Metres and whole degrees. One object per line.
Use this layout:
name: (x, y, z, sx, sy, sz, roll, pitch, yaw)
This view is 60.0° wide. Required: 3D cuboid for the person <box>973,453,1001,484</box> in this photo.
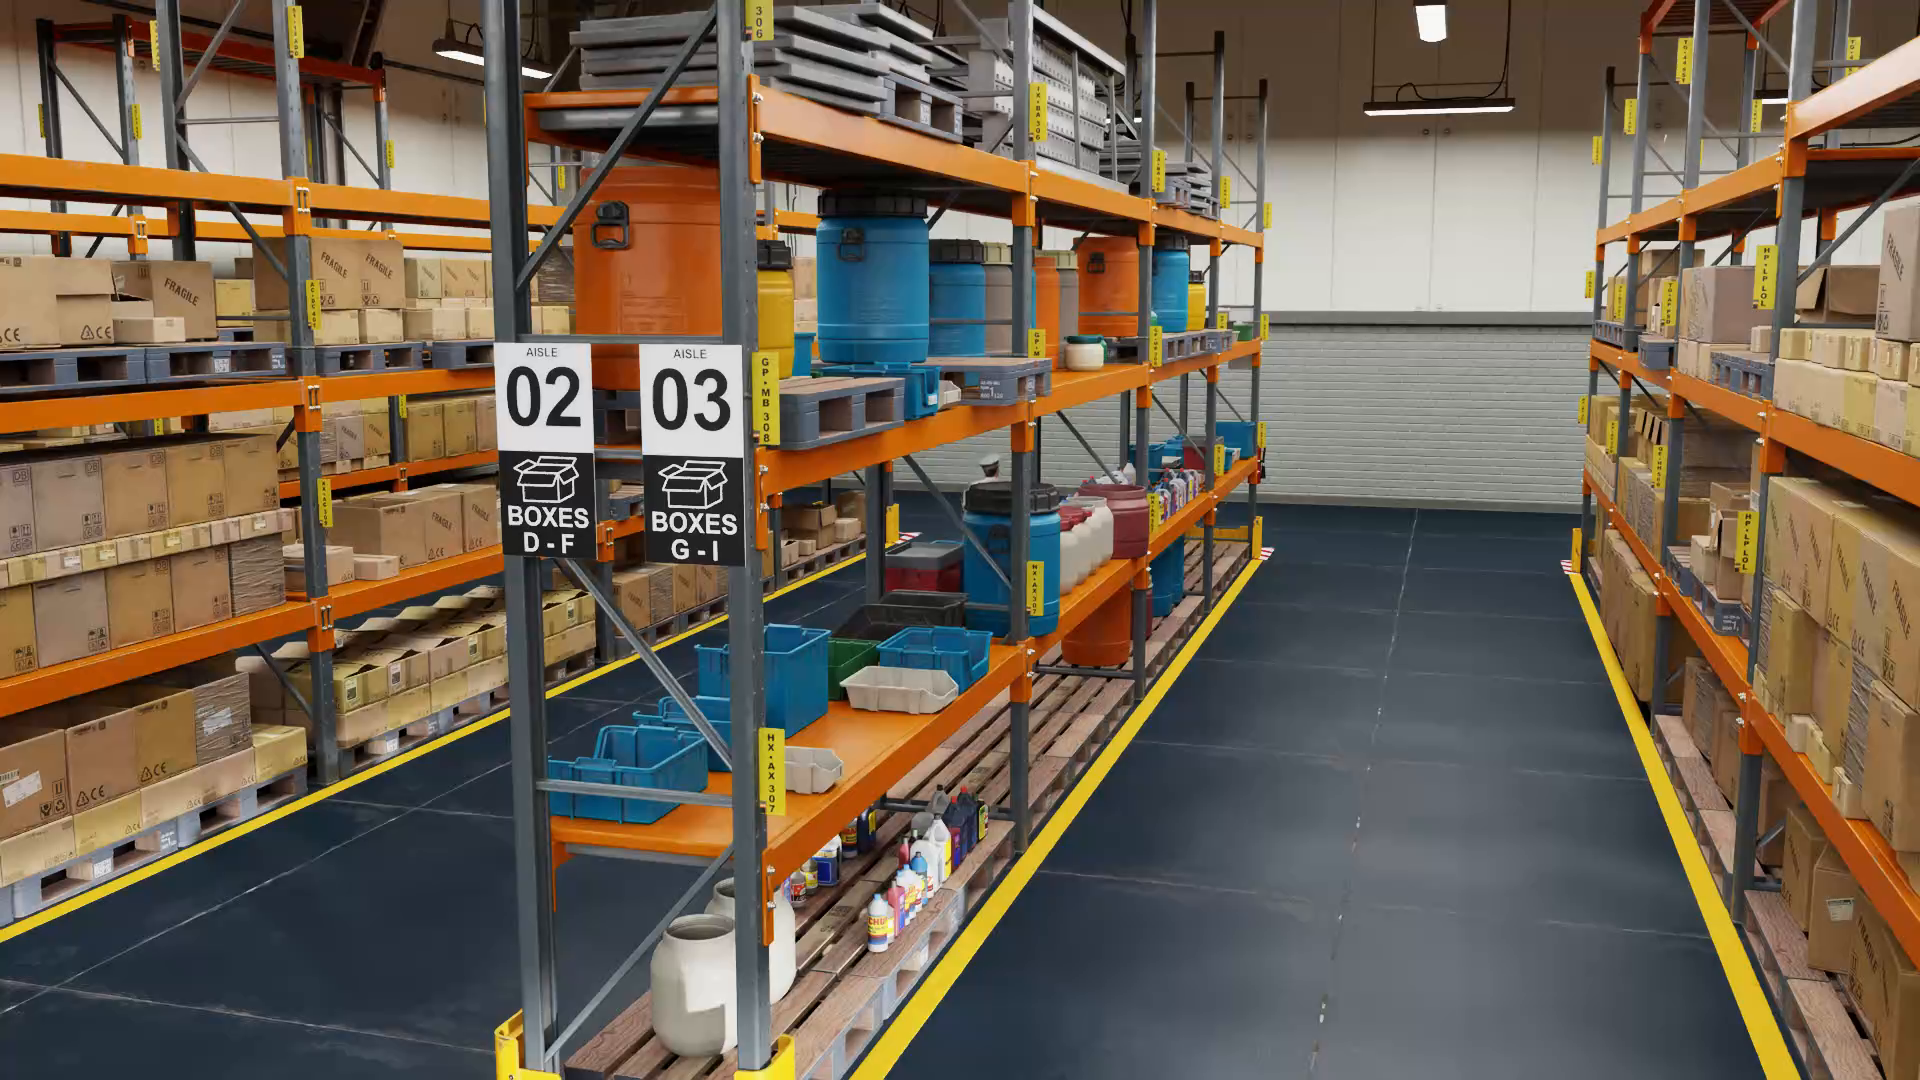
person: (0.312, -0.083, 17.740, 0.472, 1.658, 0.788, 3, 9, 17)
